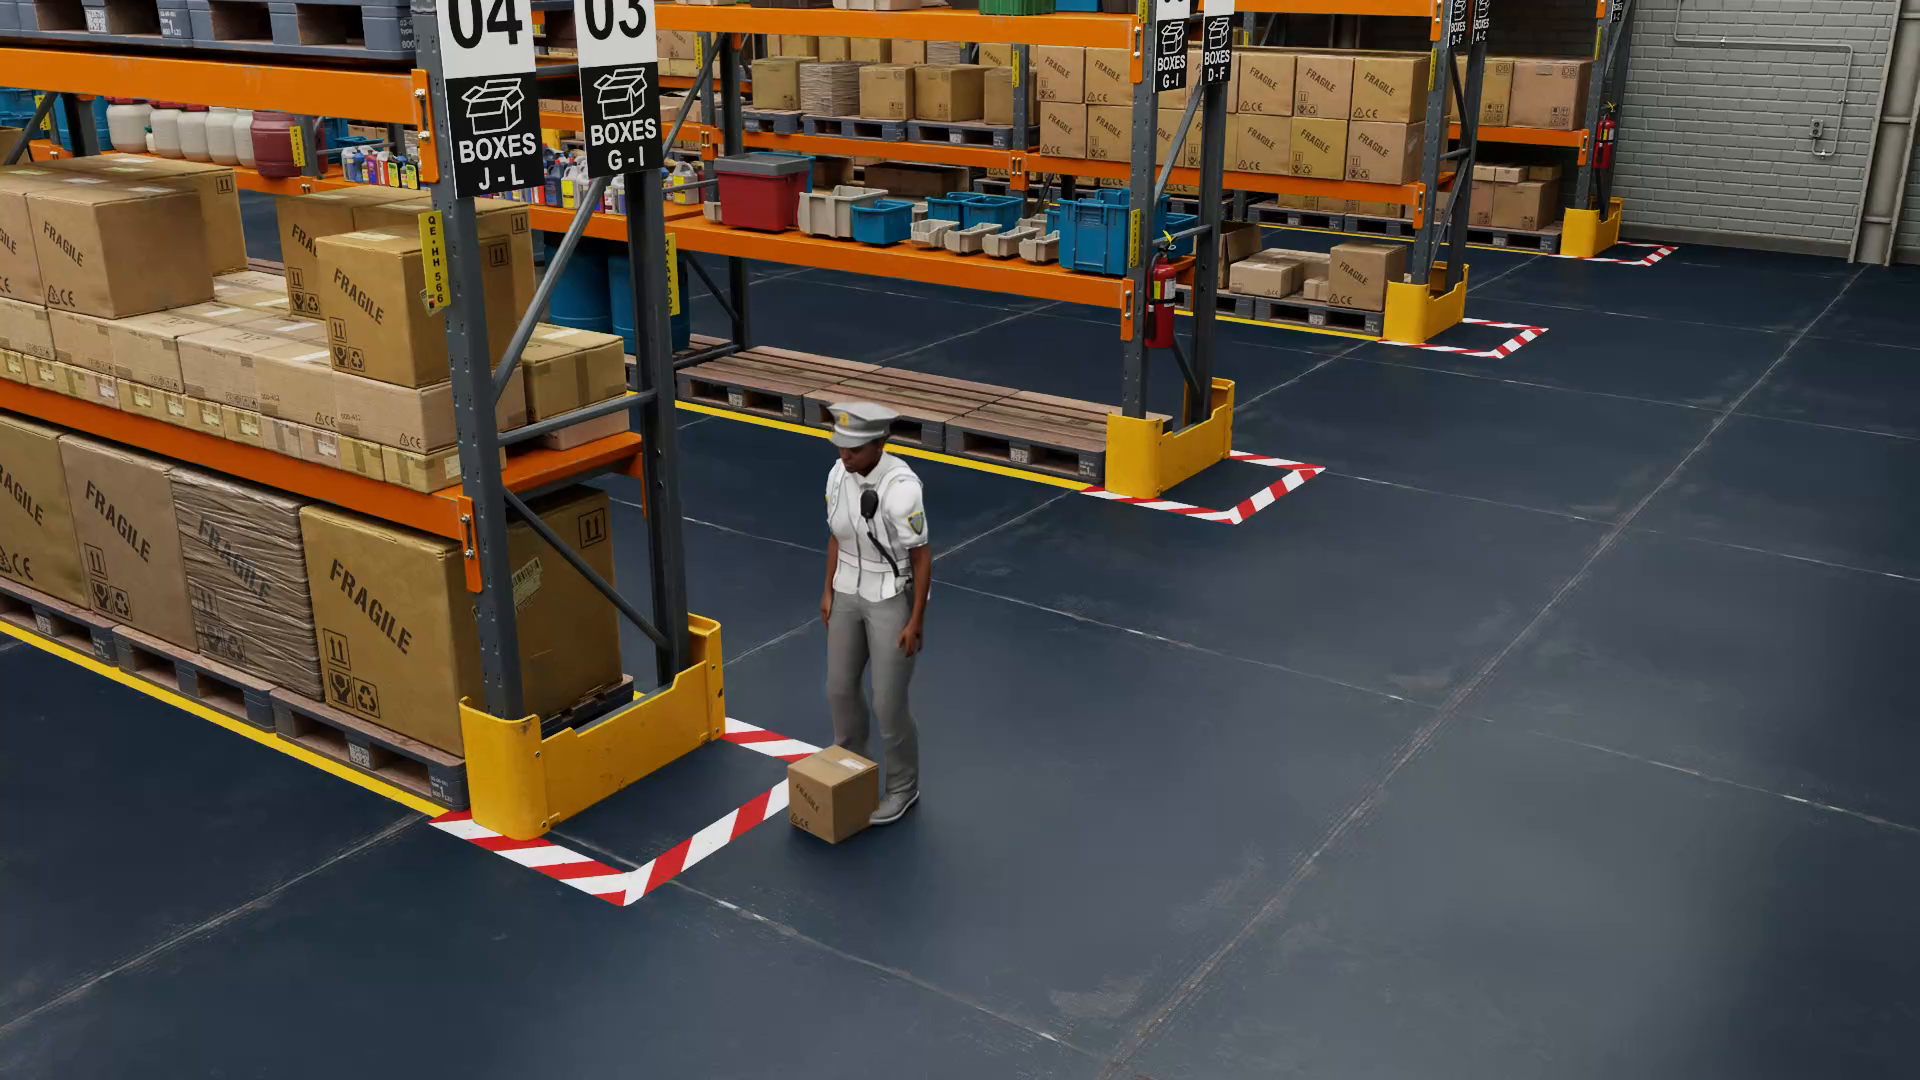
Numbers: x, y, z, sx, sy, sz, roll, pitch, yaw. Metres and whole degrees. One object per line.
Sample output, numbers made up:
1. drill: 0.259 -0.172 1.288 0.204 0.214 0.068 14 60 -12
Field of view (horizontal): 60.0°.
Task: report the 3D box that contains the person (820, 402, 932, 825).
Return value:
1. person: -0.342 0.257 6.369 0.518 1.656 0.397 15 25 36
